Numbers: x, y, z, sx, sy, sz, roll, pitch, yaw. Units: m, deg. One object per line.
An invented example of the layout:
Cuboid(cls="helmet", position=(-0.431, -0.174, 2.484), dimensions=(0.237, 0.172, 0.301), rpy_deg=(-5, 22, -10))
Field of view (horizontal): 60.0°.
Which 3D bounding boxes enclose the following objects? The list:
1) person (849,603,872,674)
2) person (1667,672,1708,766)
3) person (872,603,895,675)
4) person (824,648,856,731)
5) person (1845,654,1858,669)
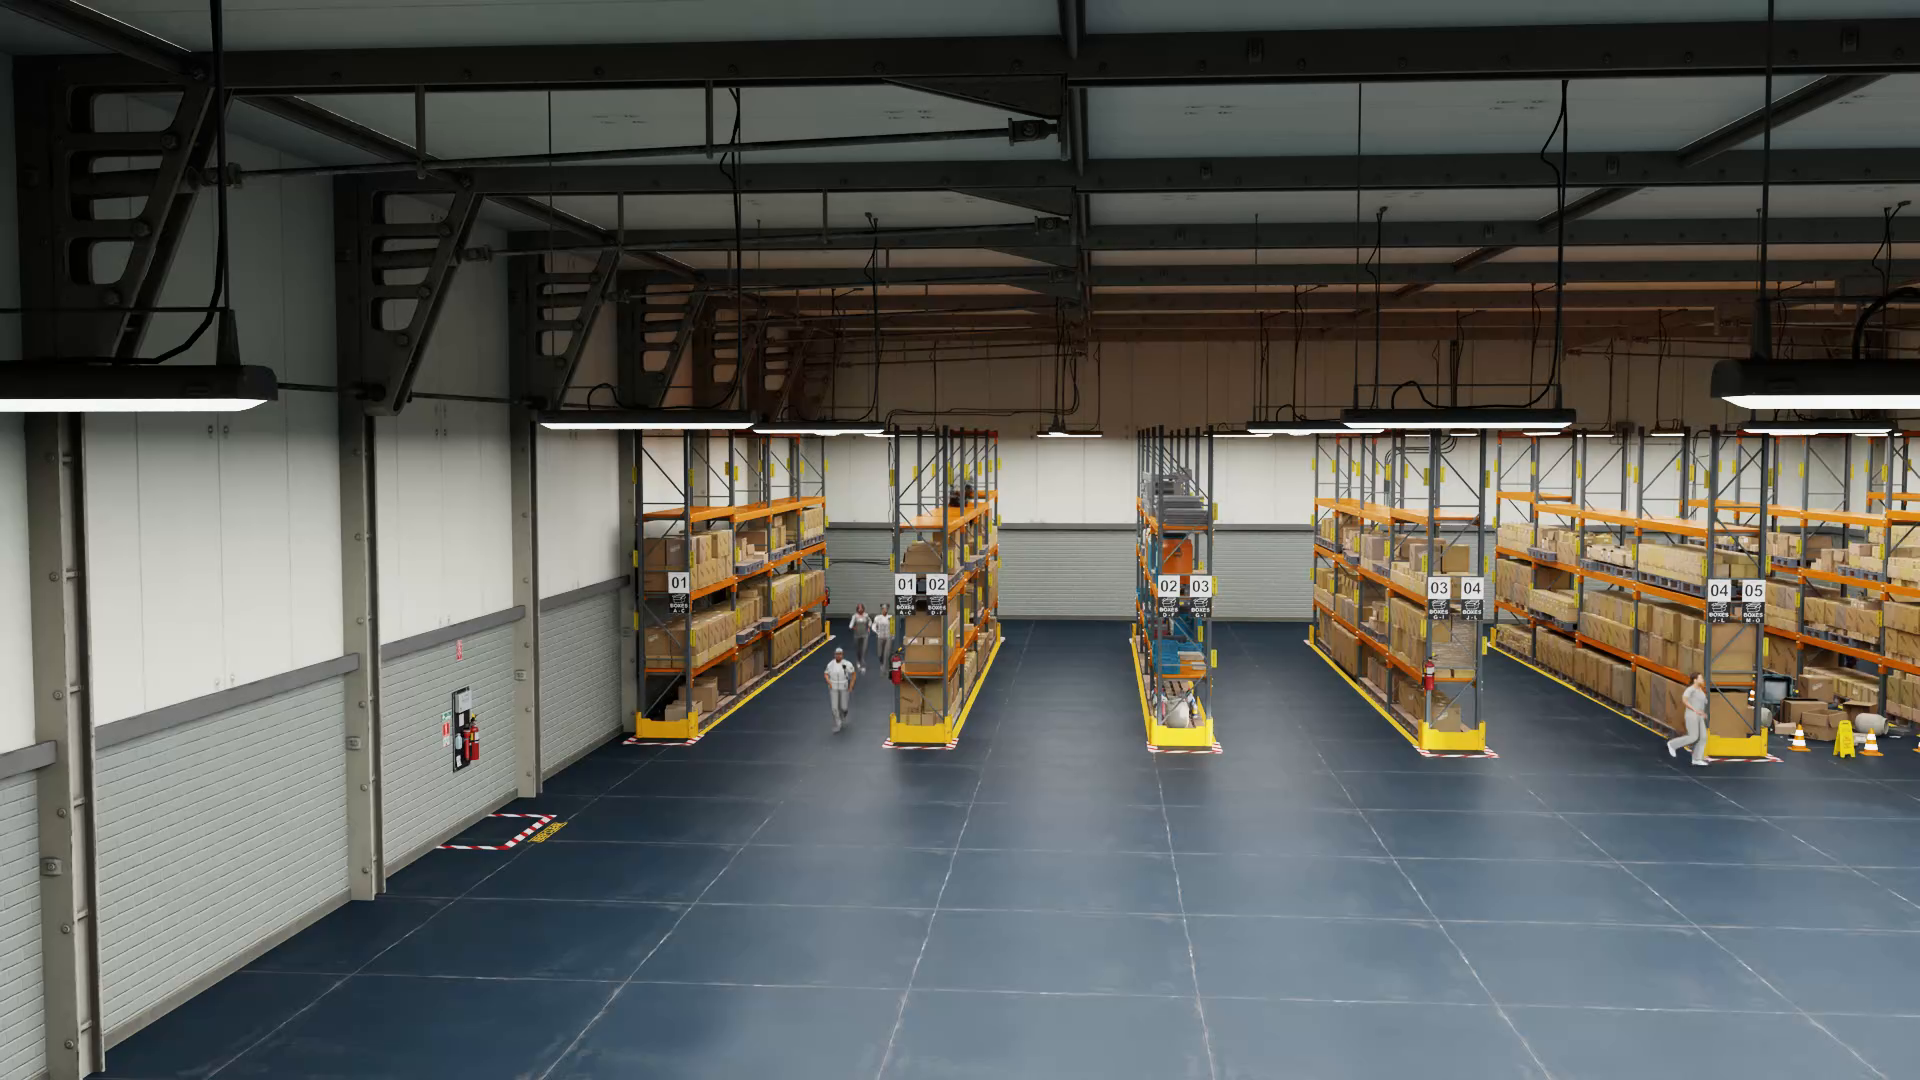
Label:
Cuboid(cls="person", position=(-2.318, 2.285, 38.849), dimensions=(0.538, 1.610, 0.808), rpy_deg=(0, 3, -7))
Cuboid(cls="person", position=(13.007, 3.144, 29.485), dimensions=(0.612, 1.630, 0.766), rpy_deg=(-2, 4, -36))
Cuboid(cls="person", position=(-1.743, 2.285, 38.536), dimensions=(0.615, 1.666, 0.590), rpy_deg=(0, 3, 1))
Cuboid(cls="person", position=(-2.373, 2.946, 32.896), dimensions=(0.635, 1.637, 0.579), rpy_deg=(0, 3, 2))
Cuboid(cls="person", position=(22.220, 2.434, 41.397), dimensions=(0.615, 1.602, 0.727), rpy_deg=(0, 3, -3))
